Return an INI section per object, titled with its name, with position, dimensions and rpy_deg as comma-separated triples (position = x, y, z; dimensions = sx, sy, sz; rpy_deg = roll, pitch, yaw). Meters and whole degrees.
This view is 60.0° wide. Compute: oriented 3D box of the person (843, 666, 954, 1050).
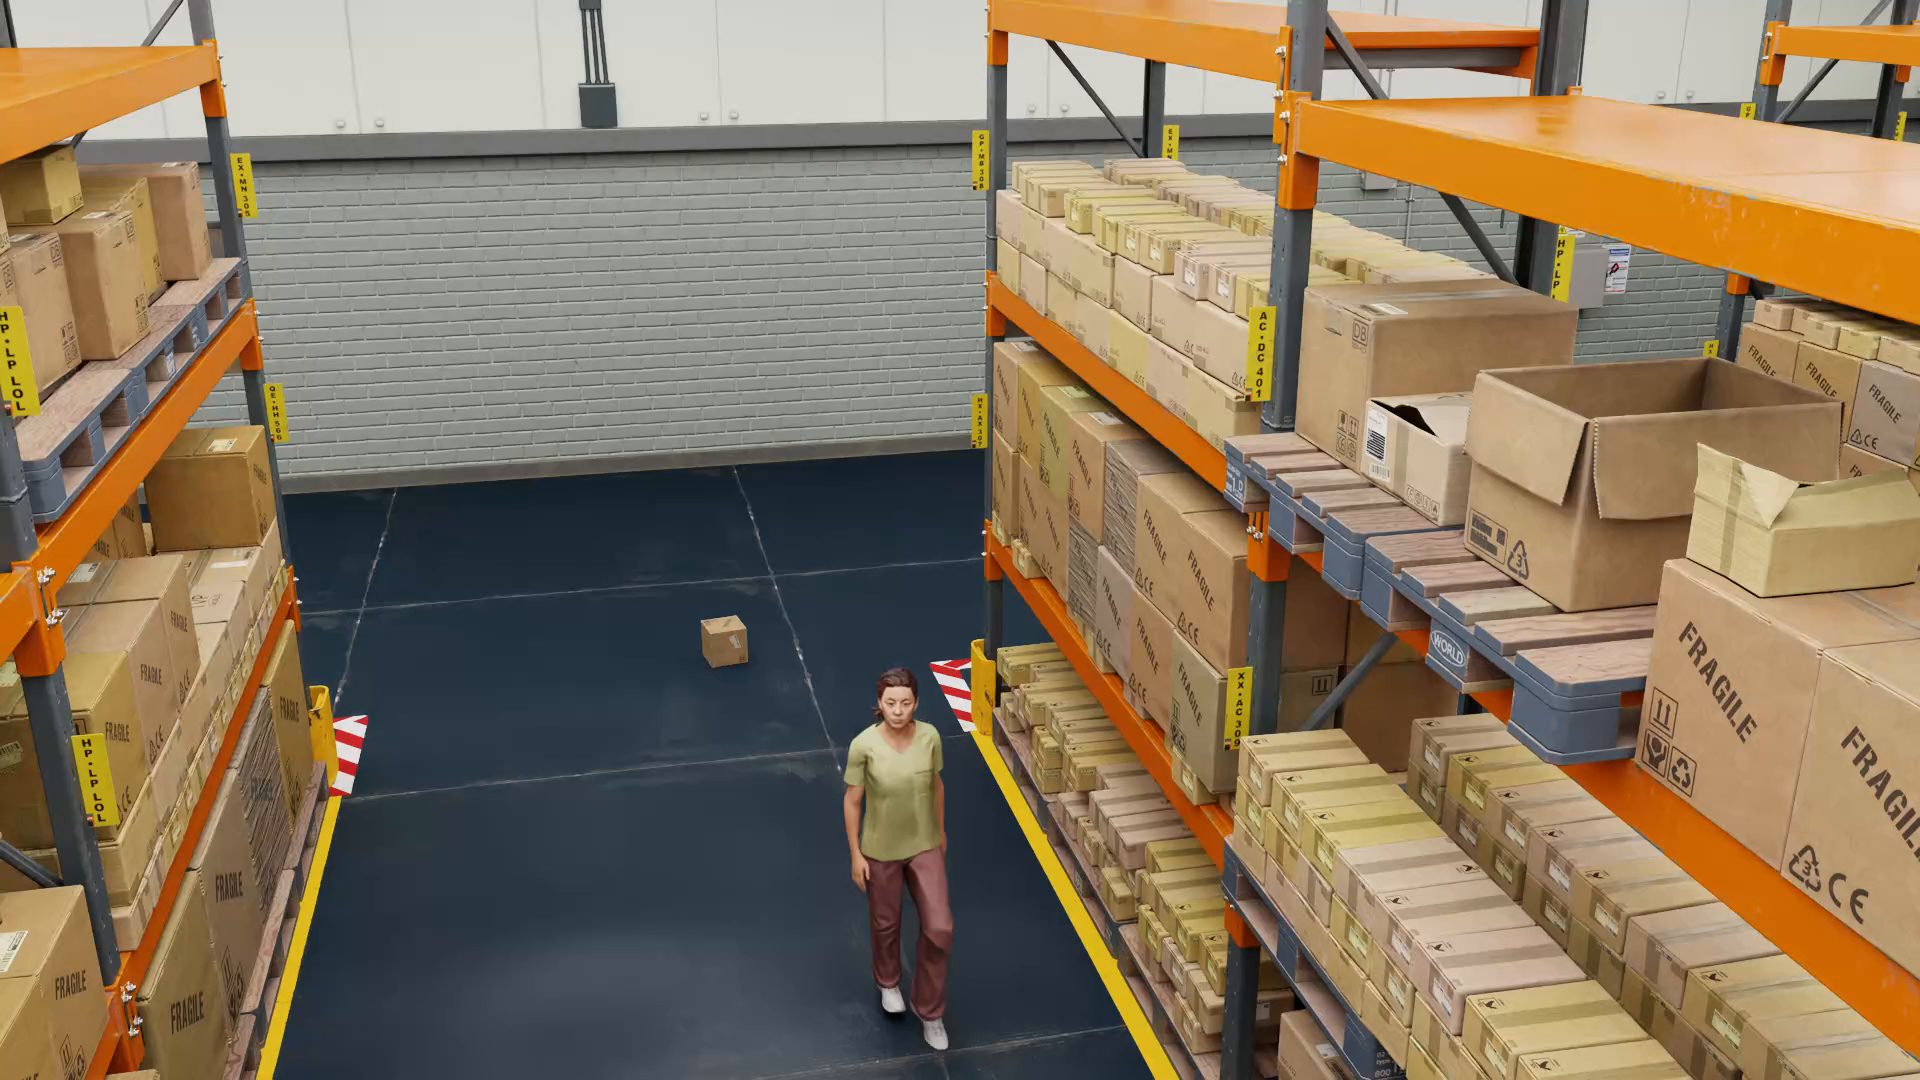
[person]
position = -0.258, 1.387, 7.242
dimensions = 0.477, 1.727, 0.548
rpy_deg = -4, 20, -12
